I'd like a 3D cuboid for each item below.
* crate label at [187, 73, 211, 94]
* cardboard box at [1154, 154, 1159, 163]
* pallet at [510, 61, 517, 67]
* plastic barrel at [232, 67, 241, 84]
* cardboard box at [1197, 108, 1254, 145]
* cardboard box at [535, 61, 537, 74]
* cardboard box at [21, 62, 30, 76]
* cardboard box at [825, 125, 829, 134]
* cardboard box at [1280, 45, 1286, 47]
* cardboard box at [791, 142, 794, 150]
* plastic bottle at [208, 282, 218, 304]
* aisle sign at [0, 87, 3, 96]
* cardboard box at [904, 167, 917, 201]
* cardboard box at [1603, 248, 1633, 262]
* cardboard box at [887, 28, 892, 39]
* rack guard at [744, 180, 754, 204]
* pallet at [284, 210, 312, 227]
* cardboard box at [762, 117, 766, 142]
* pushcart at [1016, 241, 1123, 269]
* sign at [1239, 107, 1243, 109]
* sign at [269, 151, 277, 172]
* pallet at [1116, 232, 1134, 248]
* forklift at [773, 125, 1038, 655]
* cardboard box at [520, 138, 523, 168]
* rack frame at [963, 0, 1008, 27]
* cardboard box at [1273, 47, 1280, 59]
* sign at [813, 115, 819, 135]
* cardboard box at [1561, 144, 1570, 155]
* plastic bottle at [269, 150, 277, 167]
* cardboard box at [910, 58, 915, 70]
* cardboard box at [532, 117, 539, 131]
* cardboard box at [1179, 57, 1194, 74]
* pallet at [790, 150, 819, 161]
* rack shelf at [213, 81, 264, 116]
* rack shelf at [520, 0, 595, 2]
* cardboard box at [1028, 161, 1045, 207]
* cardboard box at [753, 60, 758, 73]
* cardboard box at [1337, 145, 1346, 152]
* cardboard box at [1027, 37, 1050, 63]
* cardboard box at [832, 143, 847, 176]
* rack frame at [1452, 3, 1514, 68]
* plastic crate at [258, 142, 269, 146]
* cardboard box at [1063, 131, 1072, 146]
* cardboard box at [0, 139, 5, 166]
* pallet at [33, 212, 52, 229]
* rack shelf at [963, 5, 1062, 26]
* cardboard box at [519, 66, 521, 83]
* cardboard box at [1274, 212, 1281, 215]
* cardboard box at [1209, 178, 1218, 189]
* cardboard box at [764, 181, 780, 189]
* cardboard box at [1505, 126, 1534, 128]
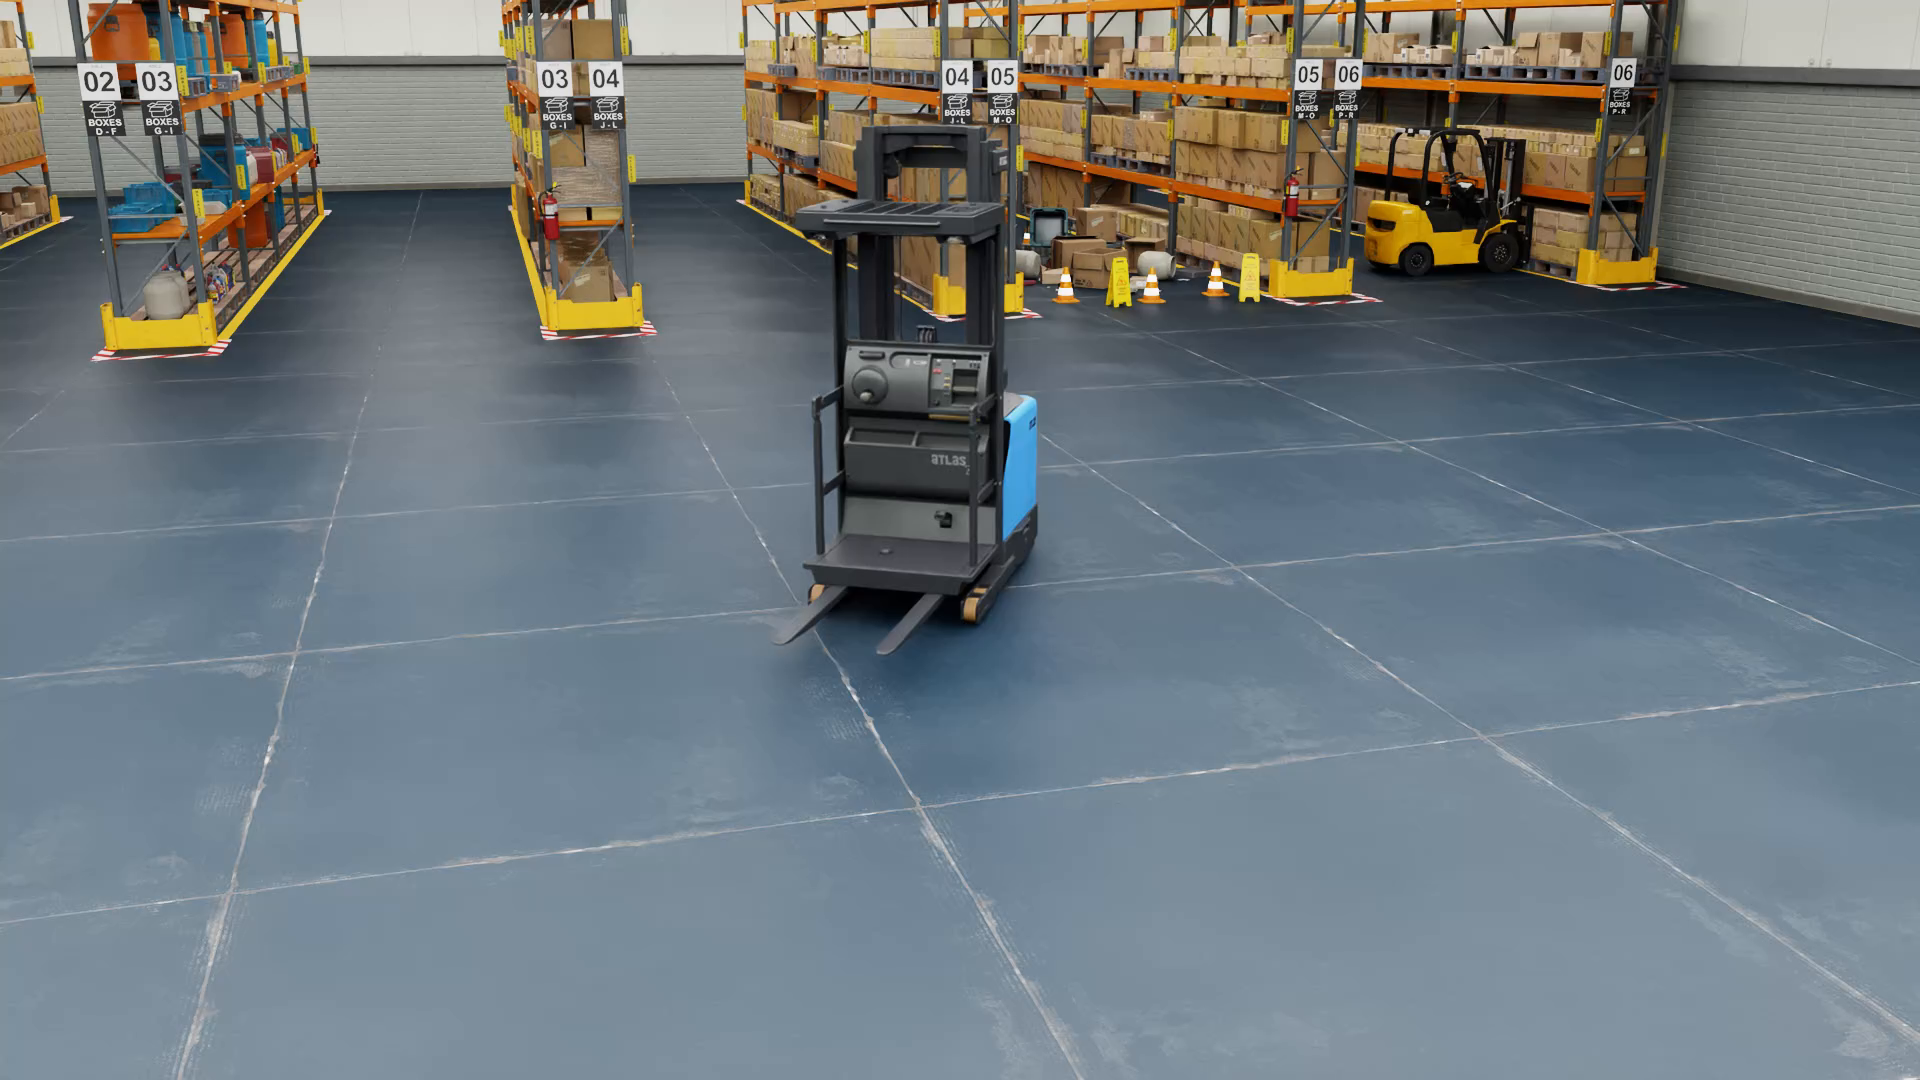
[{"bbox_3d":[-9.519,-5.622,20.498,0.502,0.251,0.408,-5,17,-15],"label":"crate label"},{"bbox_3d":[3.407,-6.270,27.317,0.380,0.149,0.250,-5,17,-17],"label":"cardboard box"},{"bbox_3d":[-8.073,-9.045,31.788,1.003,0.211,1.213,-5,17,-15],"label":"pallet"},{"bbox_3d":[-10.947,-6.962,24.943,0.301,0.262,0.301,0,17,0],"label":"plastic barrel"},{"bbox_3d":[4.013,-6.240,25.084,0.700,0.500,0.500,-5,17,-16],"label":"cardboard box"},{"bbox_3d":[-4.936,-5.712,20.107,0.380,0.149,0.250,-5,17,-15],"label":"cardboard box"},{"bbox_3d":[-18.088,-8.991,31.717,0.500,0.250,0.500,-5,17,-15],"label":"cardboard box"},{"bbox_3d":[-2.265,-7.553,30.556,0.380,0.149,0.250,-4,17,-14],"label":"cardboard box"},{"bbox_3d":[6.582,-9.769,33.063,0.380,0.149,0.250,-5,17,-15],"label":"cardboard box"},{"bbox_3d":[-2.887,-7.217,30.471,0.380,0.149,0.250,-4,17,-14],"label":"cardboard box"},{"bbox_3d":[-9.521,-3.143,21.178,0.097,0.271,0.097,0,17,0],"label":"plastic bottle"},{"bbox_3d":[-18.784,-8.988,32.142,0.394,0.787,0.004,-5,17,-15],"label":"aisle sign"},{"bbox_3d":[-0.299,-5.098,23.448,0.875,0.550,0.500,-5,17,-15],"label":"cardboard box"},{"bbox_3d":[9.793,-4.317,25.158,0.500,0.250,0.500,-5,17,-15],"label":"cardboard box"},{"bbox_3d":[-0.807,-7.112,23.349,0.380,0.149,0.250,-5,17,-15],"label":"cardboard box"},{"bbox_3d":[-4.139,-7.676,36.636,1.175,0.500,0.348,-5,17,-15],"label":"rack guard"},{"bbox_3d":[-13.198,-6.235,32.341,1.003,0.211,1.213,-5,17,-15],"label":"pallet"},{"bbox_3d":[-3.743,-8.371,33.914,0.500,0.500,0.500,-5,17,-16],"label":"cardboard box"},{"bbox_3d":[1.691,-4.544,26.424,1.648,0.377,0.936,-12,20,-34],"label":"pushcart"},{"bbox_3d":[5.923,-8.970,35.095,0.100,0.325,0.005,-5,17,-15],"label":"sign"},{"bbox_3d":[-10.994,-6.049,26.592,0.100,0.325,0.005,-5,17,-15],"label":"sign"},{"bbox_3d":[3.315,-5.212,28.936,1.003,0.211,1.213,-5,17,-15],"label":"pallet"},{"bbox_3d":[-0.328,-1.010,10.221,1.130,2.935,3.031,4,17,14],"label":"forklift"},{"bbox_3d":[-7.410,-6.763,29.080,0.500,0.500,0.500,-5,18,-17],"label":"cardboard box"},{"bbox_3d":[0.571,-12.186,36.880,1.000,3.000,0.127,-5,17,-15],"label":"rack frame"},{"bbox_3d":[4.558,-6.730,22.980,0.380,0.149,0.250,-4,17,-14],"label":"cardboard box"},{"bbox_3d":[-2.481,-7.152,28.673,0.100,0.325,0.005,-5,17,-15],"label":"sign"},{"bbox_3d":[9.264,-5.858,24.939,0.380,0.149,0.250,-4,17,-14],"label":"cardboard box"},{"bbox_3d":[-11.750,-6.475,28.380,0.144,0.351,0.185,-5,17,-15],"label":"plastic bottle"},{"bbox_3d":[-0.460,-6.380,22.297,0.380,0.149,0.250,-5,17,-16],"label":"cardboard box"},{"bbox_3d":[-5.504,-5.459,22.481,0.500,0.500,0.500,-5,17,-15],"label":"cardboard box"},{"bbox_3d":[3.727,-7.358,25.762,0.500,0.250,0.500,-5,17,-16],"label":"cardboard box"},{"bbox_3d":[-2.545,-7.134,30.820,1.003,0.211,1.213,-5,17,-15],"label":"pallet"},{"bbox_3d":[-10.971,-6.464,24.294,1.077,0.370,4.000,-5,17,-15],"label":"rack shelf"},{"bbox_3d":[-5.110,-7.184,21.483,1.077,0.370,4.000,-5,17,-15],"label":"rack shelf"},{"bbox_3d":[1.918,-7.225,33.755,0.875,0.875,0.875,-4,17,-14],"label":"cardboard box"},{"bbox_3d":[-3.988,-9.827,34.499,0.500,0.250,0.500,-5,18,-17],"label":"cardboard box"},{"bbox_3d":[7.428,-7.280,31.234,0.500,0.250,0.500,-5,17,-15],"label":"cardboard box"},{"bbox_3d":[1.634,-9.626,32.665,0.500,0.500,0.500,-5,17,-16],"label":"cardboard box"},{"bbox_3d":[-1.817,-6.303,27.549,0.500,0.500,0.500,-5,17,-15],"label":"cardboard box"},{"bbox_3d":[8.641,-9.261,27.139,1.000,3.000,0.127,-5,17,-15],"label":"rack frame"},{"bbox_3d":[-13.524,-7.545,32.043,0.416,0.233,0.300,-5,17,-15],"label":"plastic crate"},{"bbox_3d":[2.248,-7.523,31.176,0.500,0.250,0.500,-5,17,-17],"label":"cardboard box"},{"bbox_3d":[-17.262,-6.852,29.374,0.500,0.500,0.500,-4,17,-14],"label":"cardboard box"},{"bbox_3d":[-18.242,-6.170,32.128,1.003,0.211,1.213,-5,17,-15],"label":"pallet"},{"bbox_3d":[1.121,-11.097,35.199,1.077,0.370,4.000,-5,17,-15],"label":"rack shelf"},{"bbox_3d":[-6.733,-7.390,26.385,0.500,0.250,0.500,-4,17,-14],"label":"cardboard box"},{"bbox_3d":[4.728,-4.666,25.018,0.500,0.500,0.500,-4,17,-14],"label":"cardboard box"},{"bbox_3d":[3.990,-5.407,25.174,0.380,0.149,0.250,-5,17,-15],"label":"cardboard box"},{"bbox_3d":[-3.838,-7.341,34.368,0.380,0.149,0.250,-5,18,-17],"label":"cardboard box"},{"bbox_3d":[9.134,-6.679,27.155,0.380,0.149,0.250,-5,17,-16],"label":"cardboard box"}]
